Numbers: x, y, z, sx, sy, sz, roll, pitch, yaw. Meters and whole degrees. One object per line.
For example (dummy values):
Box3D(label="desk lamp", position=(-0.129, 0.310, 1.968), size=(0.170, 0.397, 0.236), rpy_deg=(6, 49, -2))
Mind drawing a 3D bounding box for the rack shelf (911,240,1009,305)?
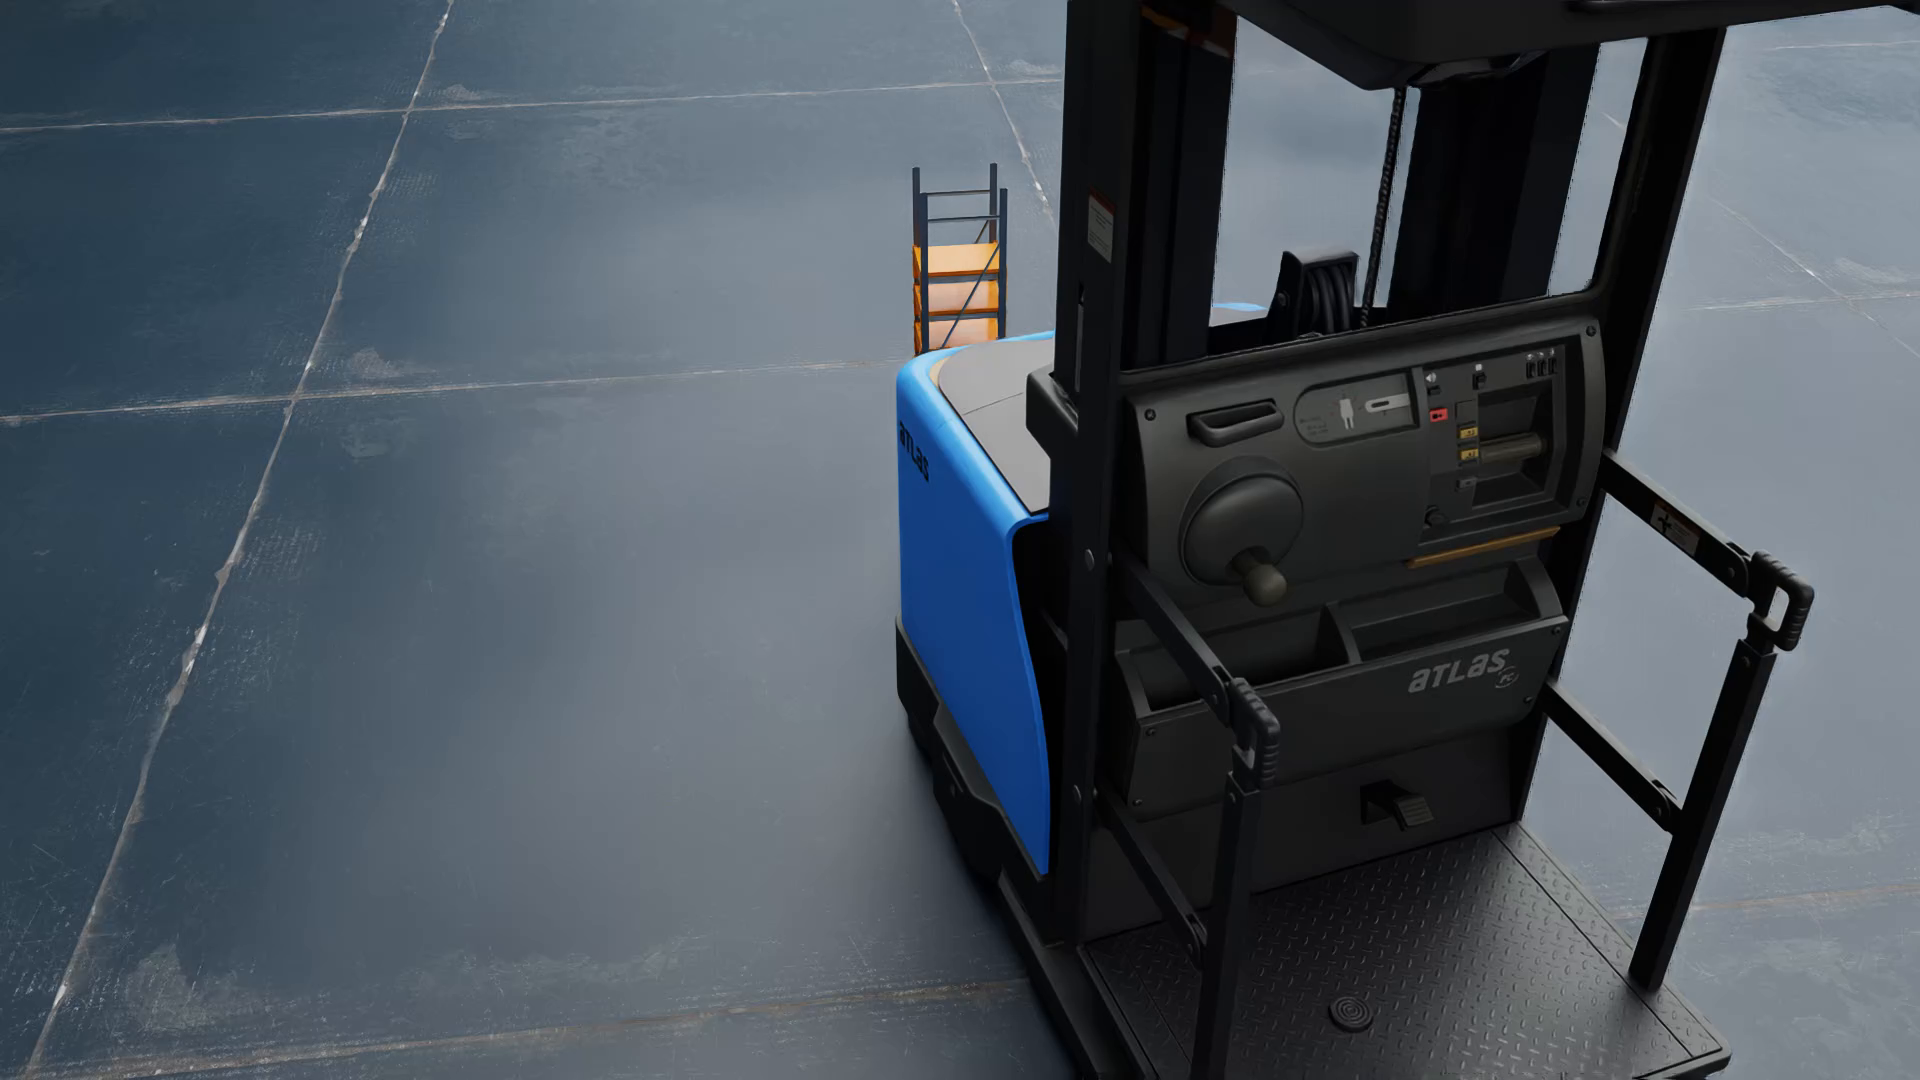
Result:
Box3D(label="rack shelf", position=(-0.002, -0.765, 4.746), size=(0.258, 0.103, 0.180), rpy_deg=(-4, 35, -6))

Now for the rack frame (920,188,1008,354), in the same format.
Box3D(label="rack frame", position=(0.010, -0.453, 4.849), size=(0.240, 1.200, 0.006), rpy_deg=(-4, 35, -6))

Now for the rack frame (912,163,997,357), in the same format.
Box3D(label="rack frame", position=(-0.014, -0.555, 4.999), size=(0.240, 1.200, 0.006), rpy_deg=(-4, 35, -6))

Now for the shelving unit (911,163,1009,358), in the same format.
Box3D(label="shelving unit", position=(-0.002, -0.504, 4.924), size=(0.258, 1.200, 0.189), rpy_deg=(-4, 35, -6))

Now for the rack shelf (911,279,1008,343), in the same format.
Box3D(label="rack shelf", position=(-0.002, -0.665, 4.814), size=(0.258, 0.103, 0.180), rpy_deg=(-4, 35, -6))

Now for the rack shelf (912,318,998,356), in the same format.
Box3D(label="rack shelf", position=(-0.002, -0.566, 4.881), size=(0.258, 0.103, 0.180), rpy_deg=(-4, 35, -6))

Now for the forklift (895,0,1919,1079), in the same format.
Box3D(label="forklift", position=(0.813, -0.082, 2.767), size=(1.130, 2.935, 3.031), rpy_deg=(-12, 36, -17))

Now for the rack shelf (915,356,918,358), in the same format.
Box3D(label="rack shelf", position=(-0.002, -0.467, 4.949), size=(0.258, 0.103, 0.180), rpy_deg=(-4, 35, -6))
